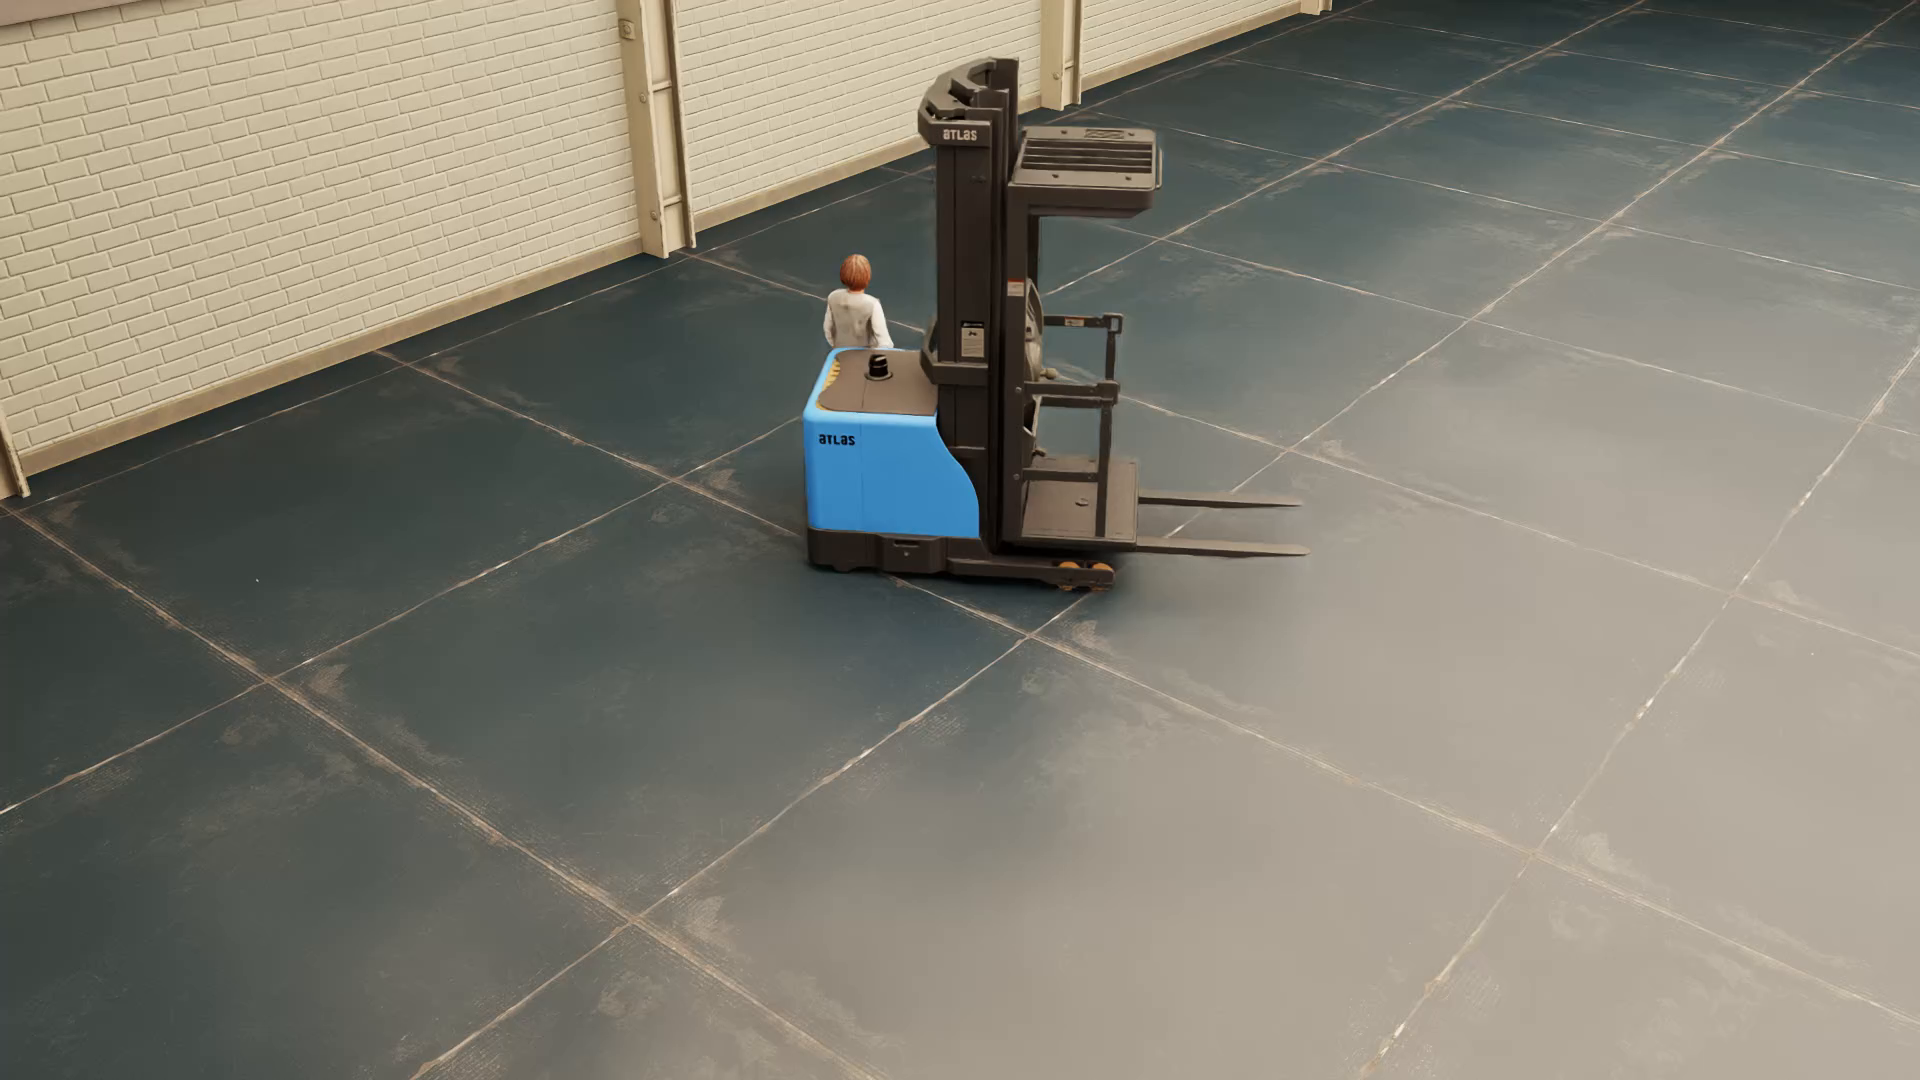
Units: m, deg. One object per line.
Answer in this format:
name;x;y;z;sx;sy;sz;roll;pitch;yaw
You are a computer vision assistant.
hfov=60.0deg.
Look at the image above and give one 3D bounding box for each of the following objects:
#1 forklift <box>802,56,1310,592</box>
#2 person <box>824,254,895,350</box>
forklift;0.617;-1.240;9.717;3.031;2.935;1.130;3;30;5
person;-0.573;-1.136;10.827;0.561;1.575;0.510;18;35;28
